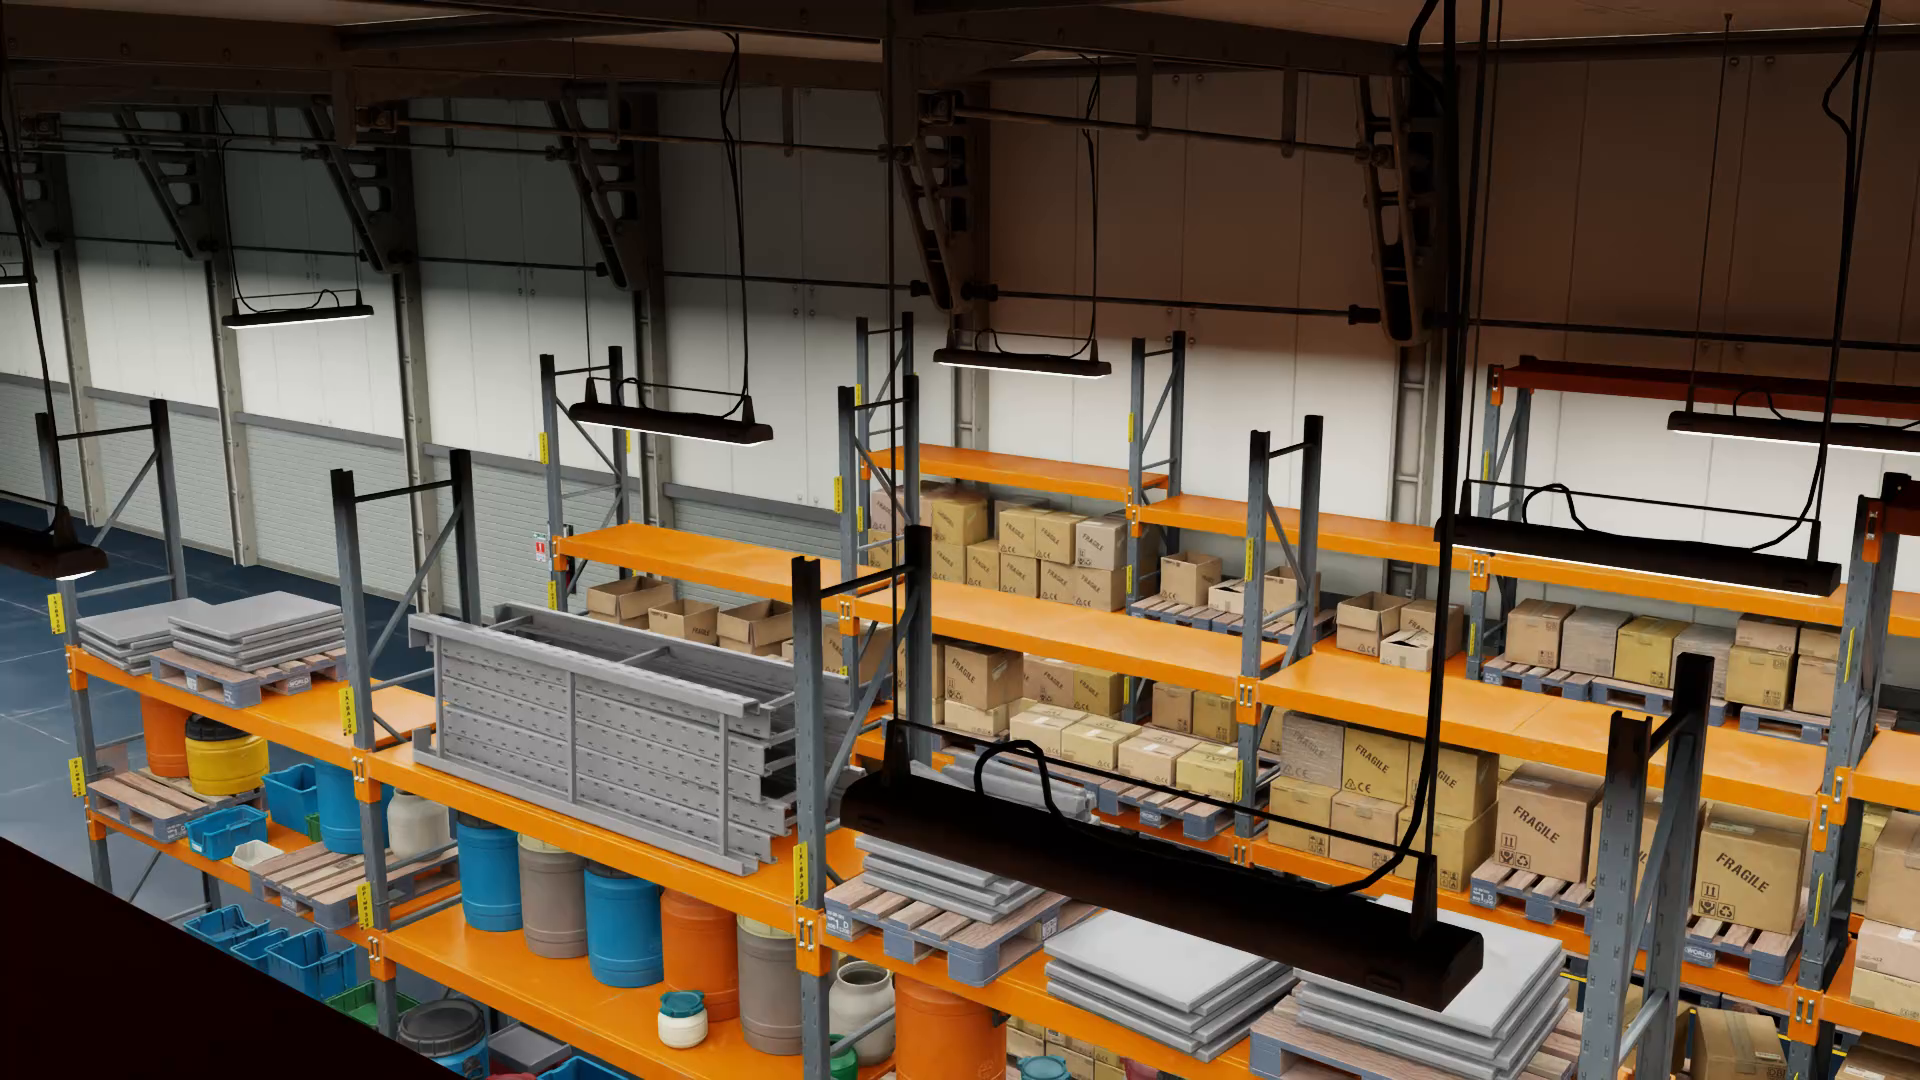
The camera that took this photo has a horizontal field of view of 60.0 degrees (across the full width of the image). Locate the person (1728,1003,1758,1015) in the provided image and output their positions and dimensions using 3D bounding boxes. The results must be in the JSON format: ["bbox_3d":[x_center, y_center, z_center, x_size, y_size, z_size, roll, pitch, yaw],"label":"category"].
[{"bbox_3d":[5.993,4.349,13.003,0.537,1.589,0.473,3,13,14],"label":"person"}]
